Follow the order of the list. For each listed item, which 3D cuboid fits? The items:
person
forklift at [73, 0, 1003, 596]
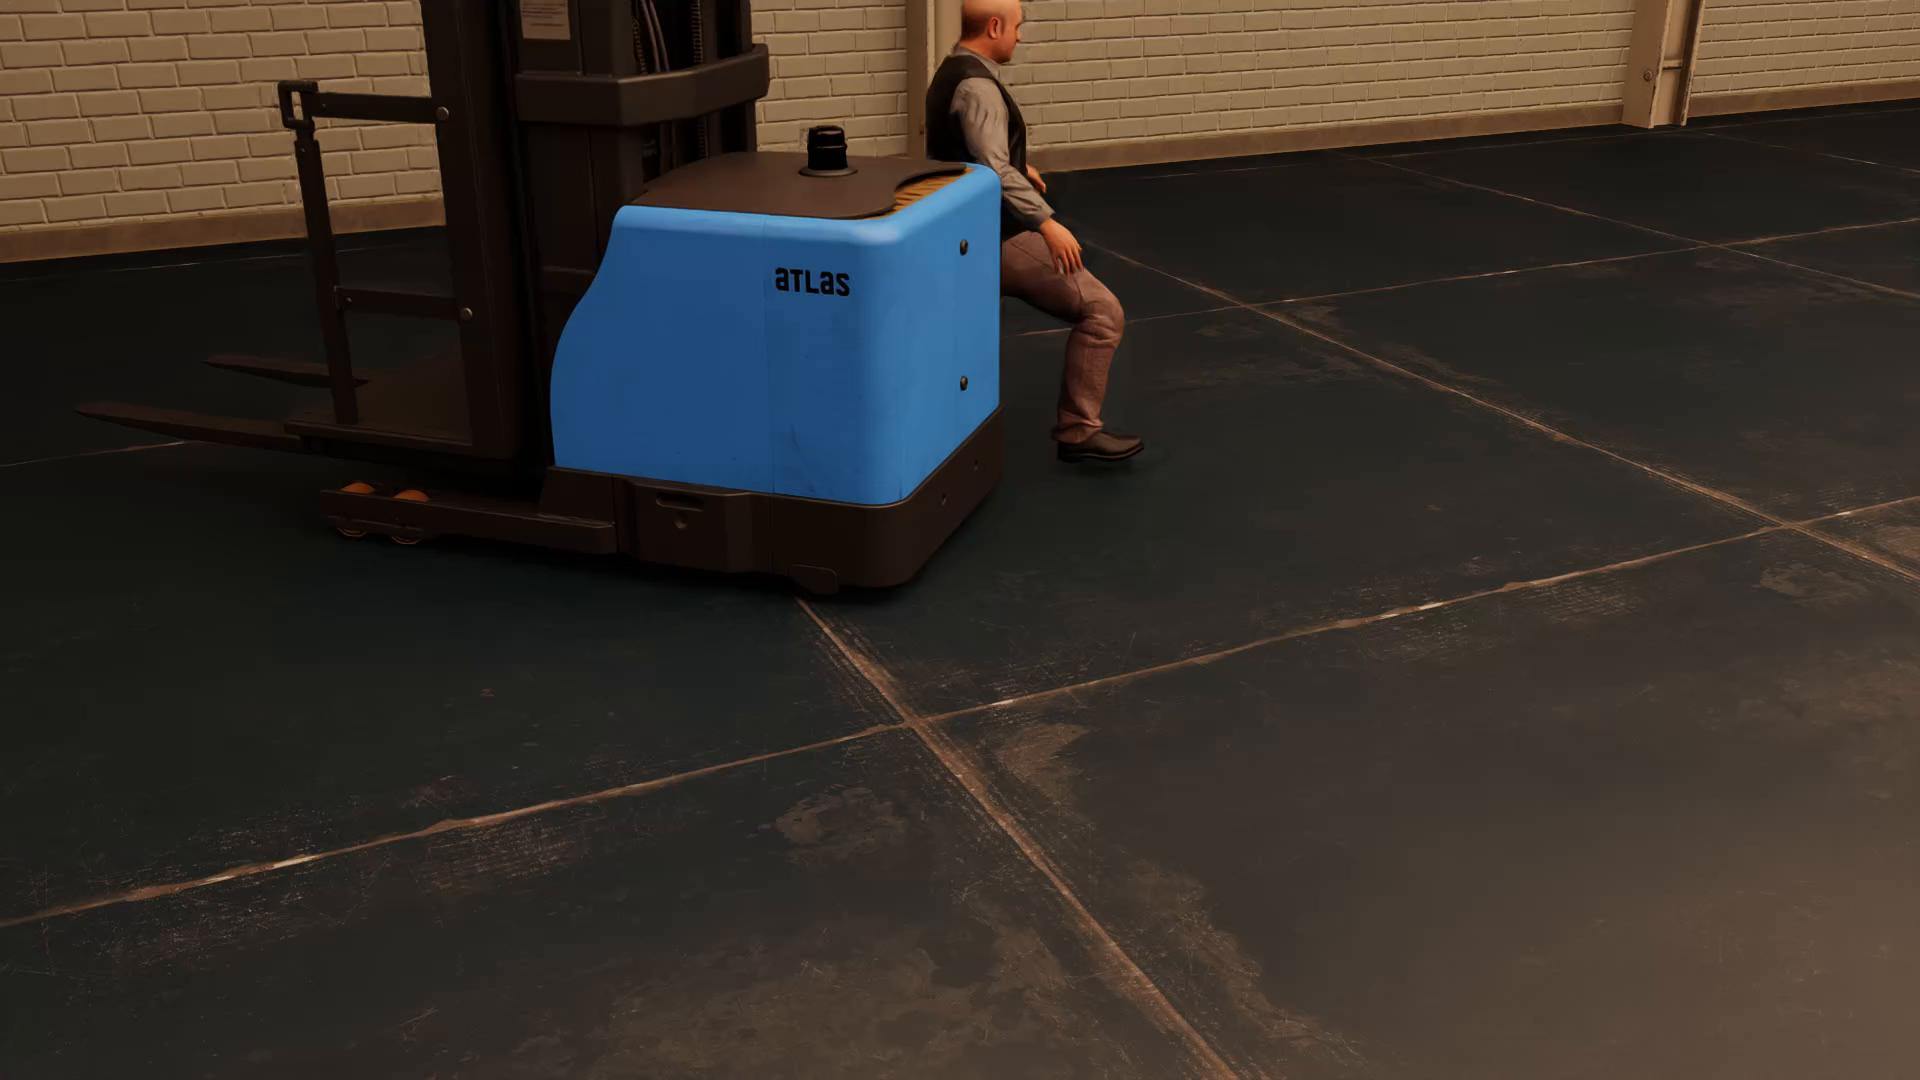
[{"bbox_3d":[0.148,-1.072,5.735,0.812,1.609,0.975,-4,23,-10],"label":"person"},{"bbox_3d":[-1.436,-1.520,4.945,3.031,2.935,1.130,7,24,17],"label":"forklift"}]
